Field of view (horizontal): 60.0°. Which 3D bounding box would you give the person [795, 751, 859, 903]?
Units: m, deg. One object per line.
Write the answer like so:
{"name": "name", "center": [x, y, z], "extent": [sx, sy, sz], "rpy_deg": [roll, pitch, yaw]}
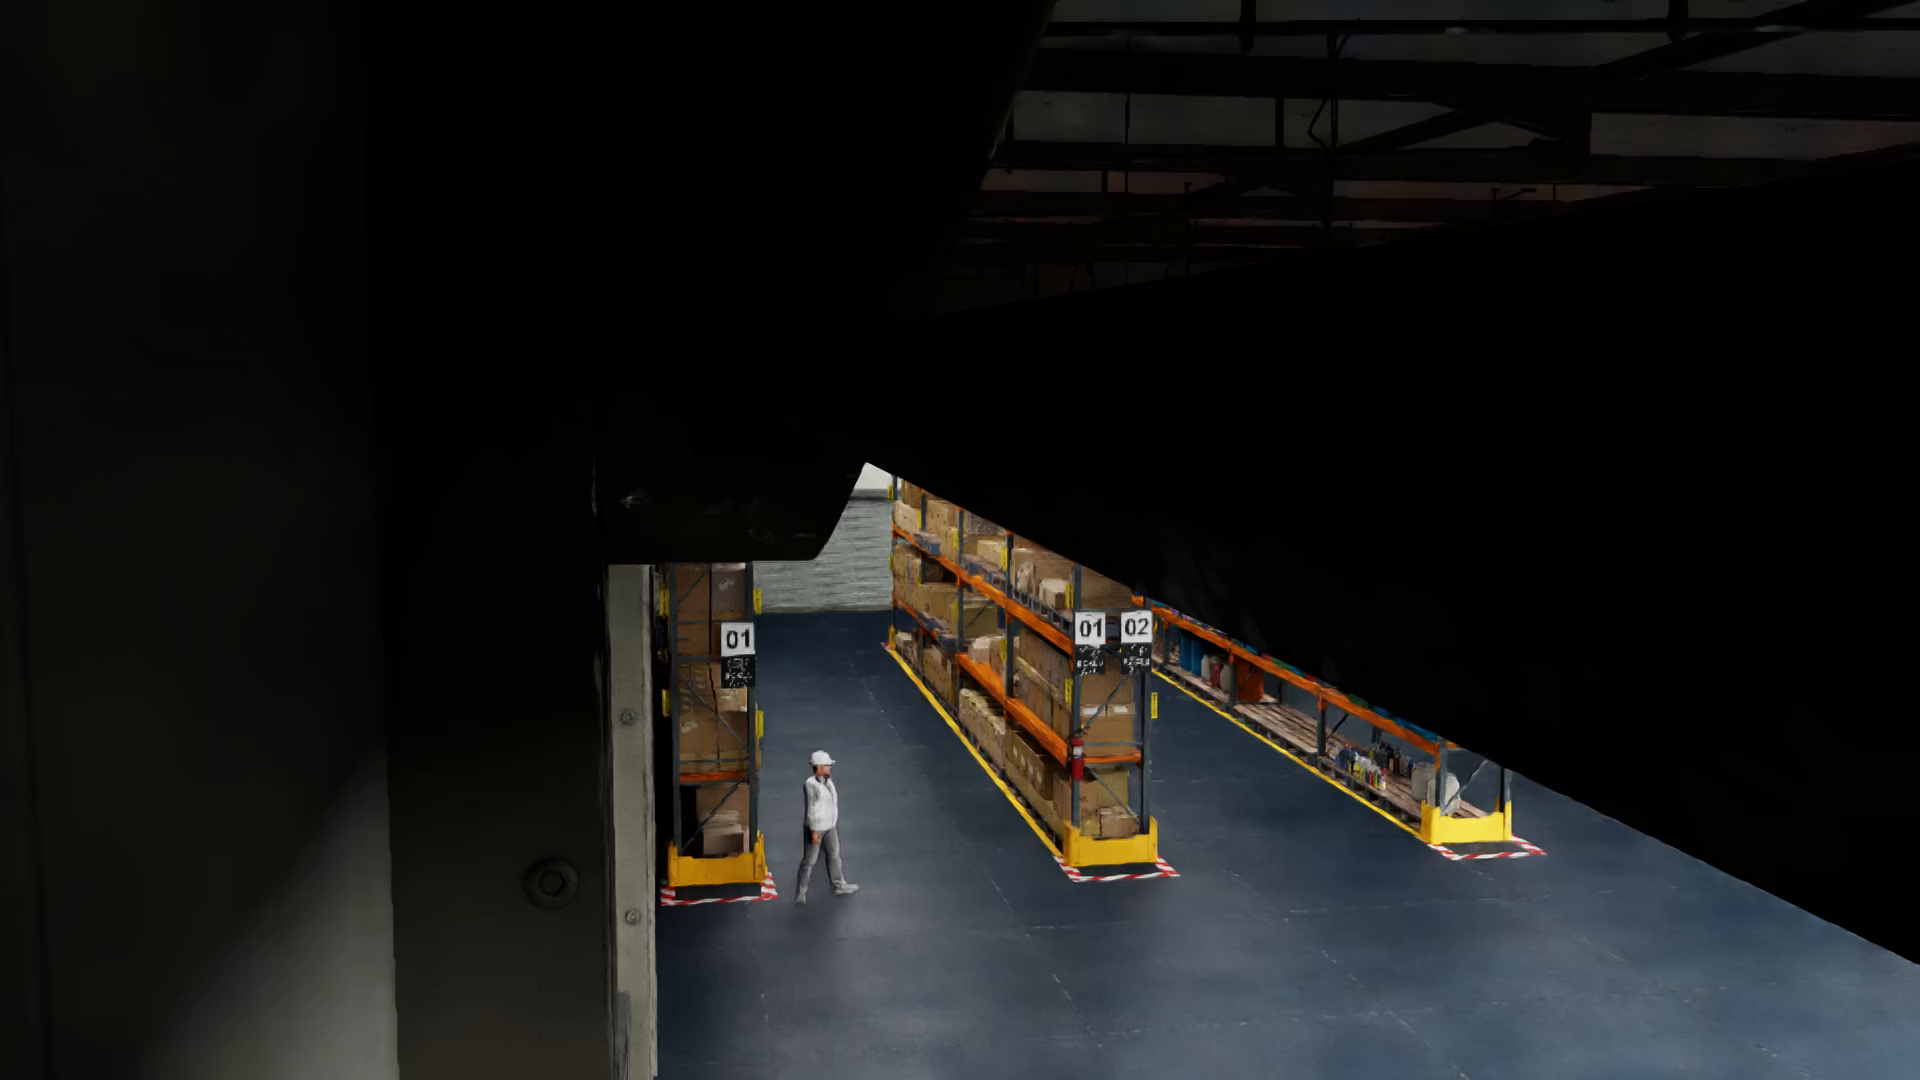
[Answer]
{"name": "person", "center": [-1.608, 3.335, 19.520], "extent": [0.564, 1.759, 0.733], "rpy_deg": [3, 7, 27]}
